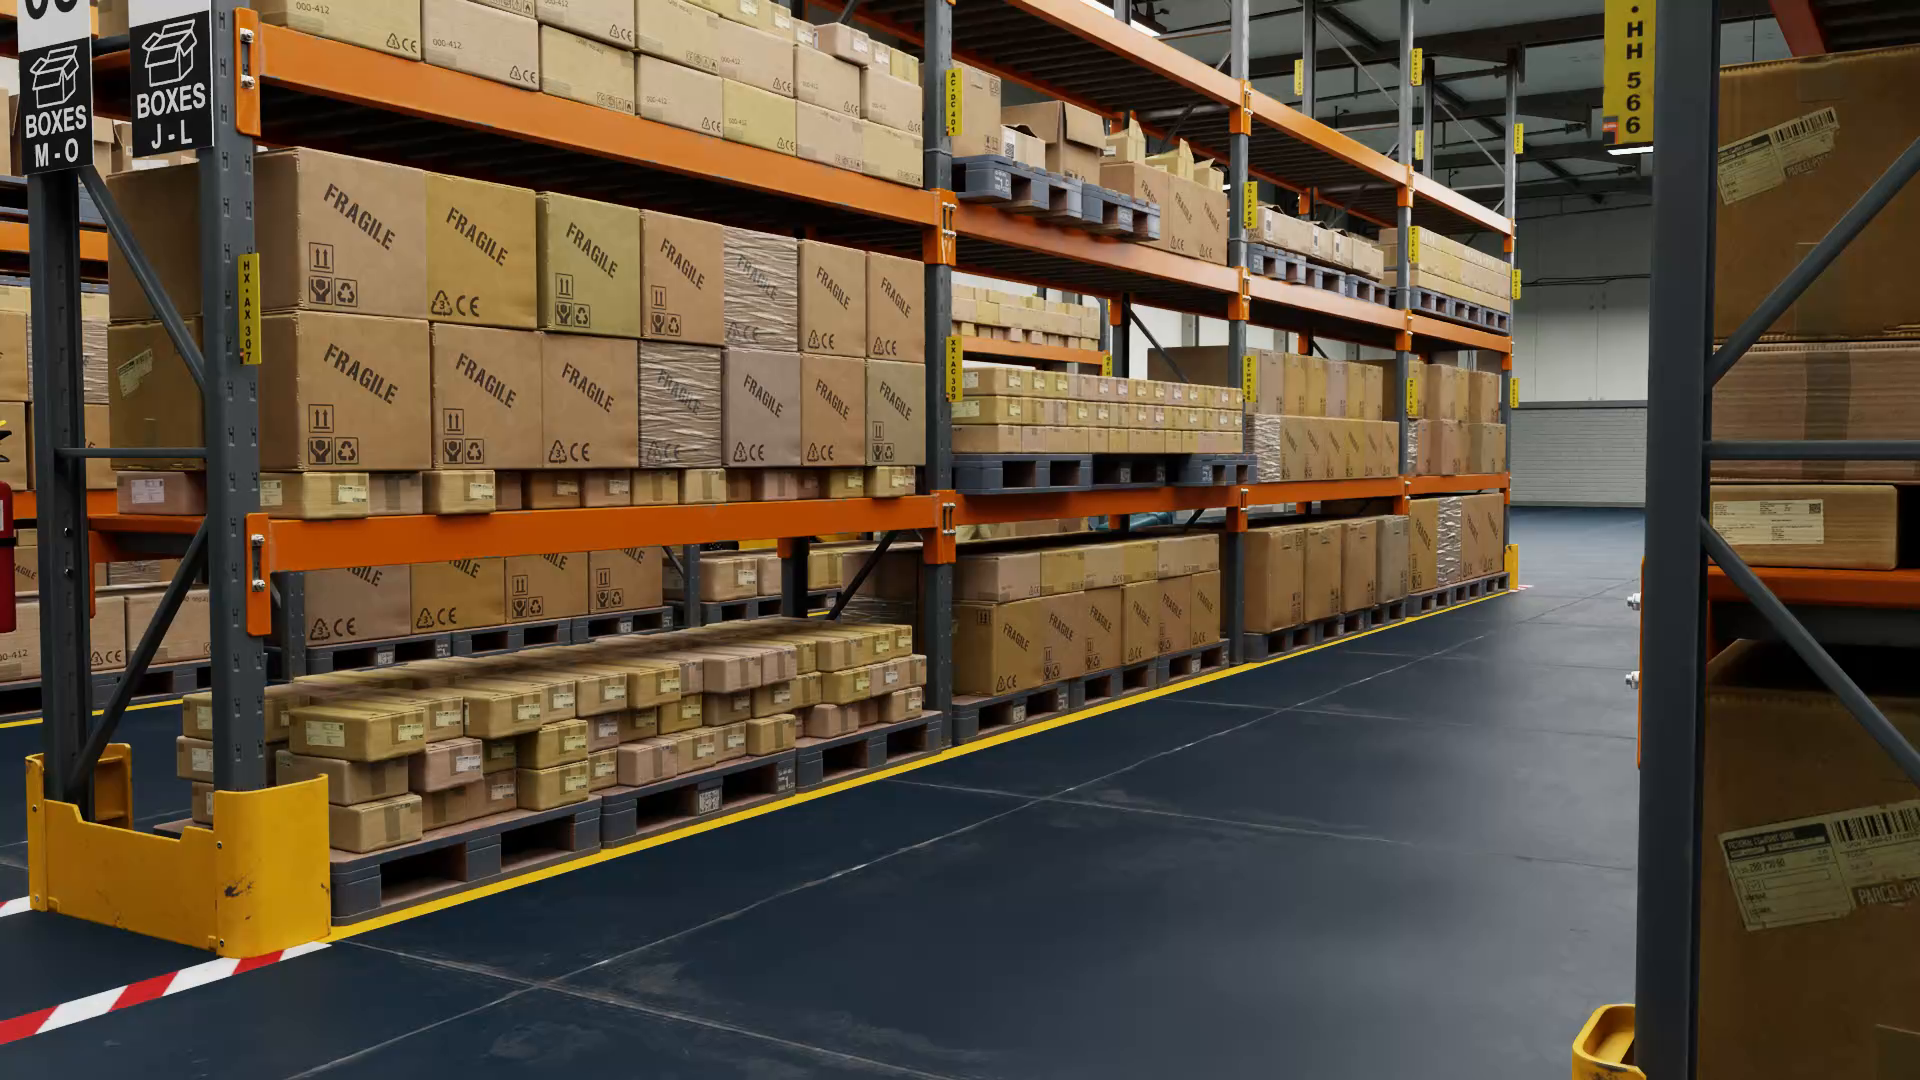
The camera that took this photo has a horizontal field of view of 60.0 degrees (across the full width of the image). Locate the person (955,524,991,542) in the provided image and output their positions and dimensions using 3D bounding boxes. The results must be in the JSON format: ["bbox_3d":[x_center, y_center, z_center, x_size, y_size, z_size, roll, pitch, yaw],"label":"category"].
[{"bbox_3d":[0.002,0.167,14.906,0.505,1.159,0.740,2,3,31],"label":"person"}]
